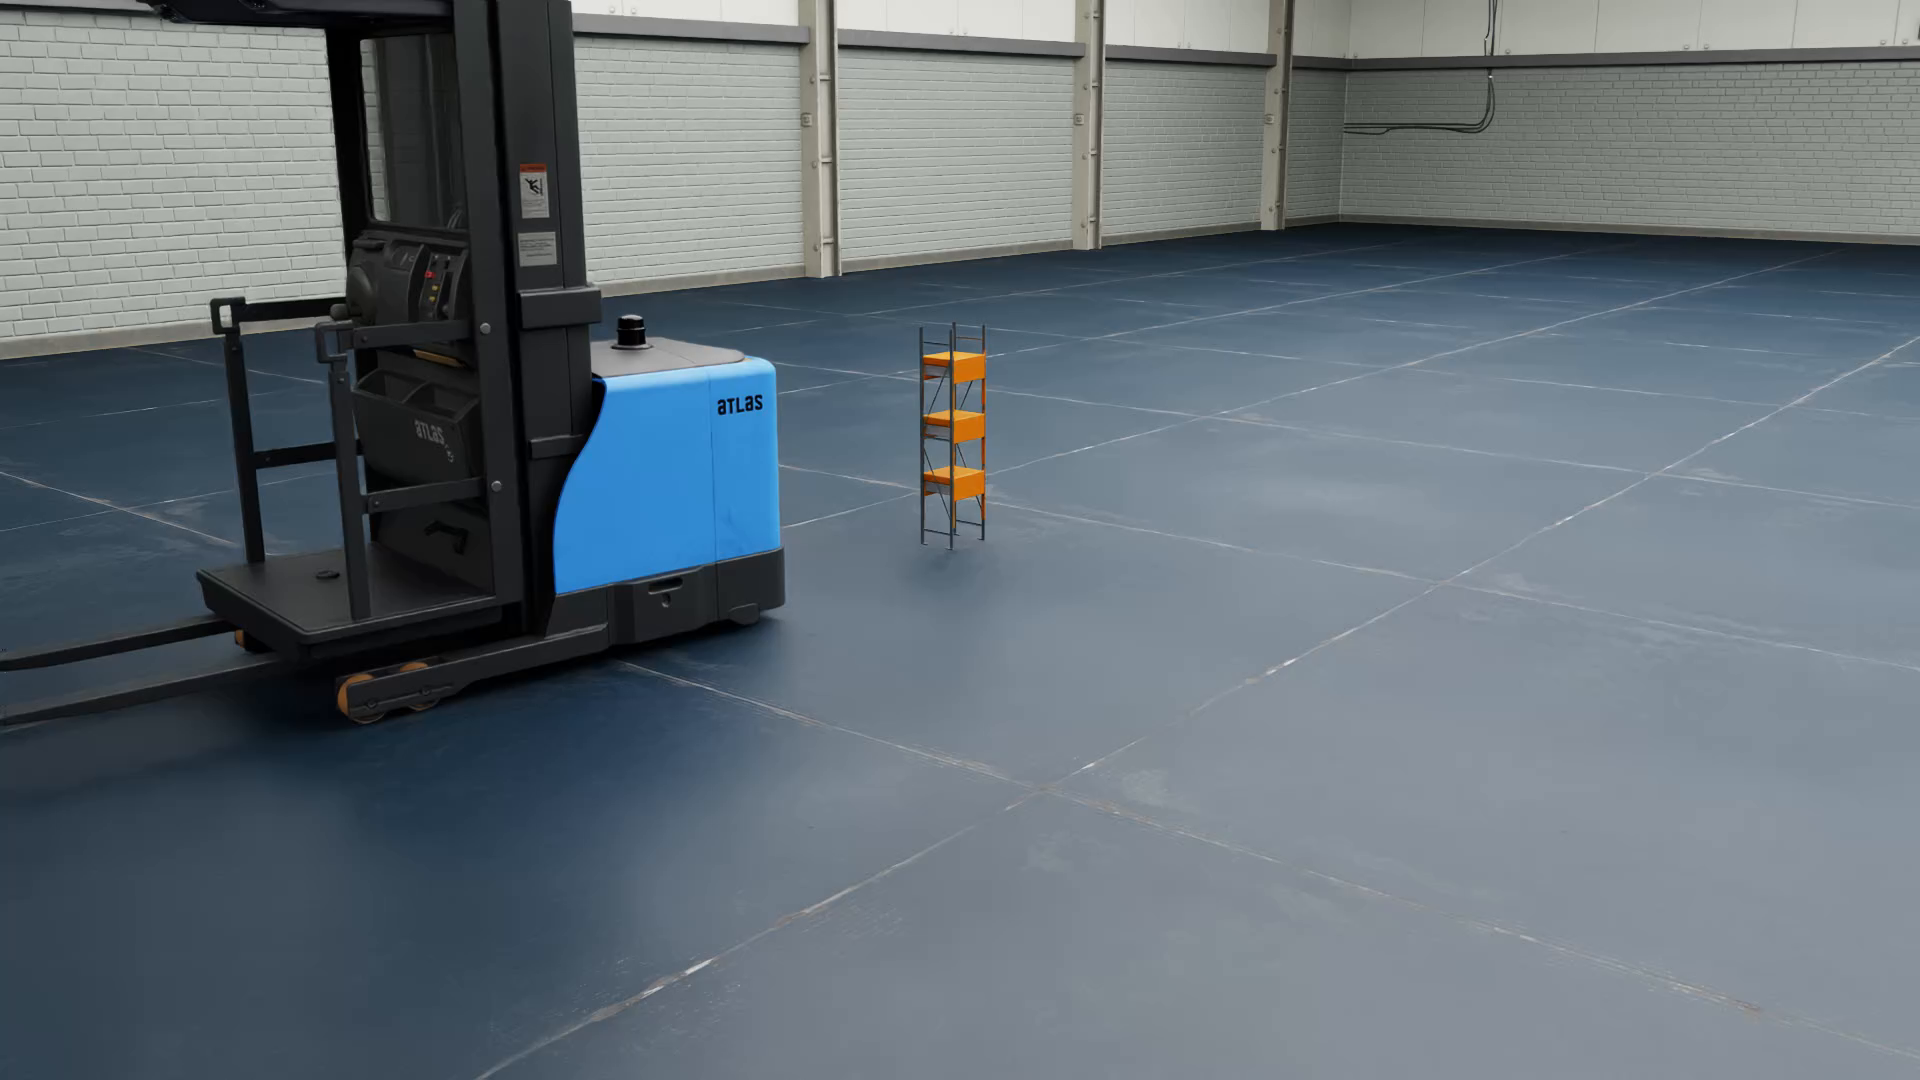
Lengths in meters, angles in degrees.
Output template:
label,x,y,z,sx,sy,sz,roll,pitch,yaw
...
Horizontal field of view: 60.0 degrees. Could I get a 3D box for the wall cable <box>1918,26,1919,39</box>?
label,x,y,z,sx,sy,sz,roll,pitch,yaw
wall cable,16.012,-10.632,24.790,2.305,6.003,0.169,11,18,38

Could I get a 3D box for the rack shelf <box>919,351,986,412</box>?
label,x,y,z,sx,sy,sz,roll,pitch,yaw
rack shelf,-0.034,-0.763,7.886,0.215,0.259,0.240,11,18,38

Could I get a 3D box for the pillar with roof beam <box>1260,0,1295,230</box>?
label,x,y,z,sx,sy,sz,roll,pitch,yaw
pillar with roof beam,9.106,-9.430,26.966,9.100,9.000,0.400,11,18,38

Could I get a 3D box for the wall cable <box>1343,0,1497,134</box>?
label,x,y,z,sx,sy,sz,roll,pitch,yaw
wall cable,8.638,-8.951,31.386,3.097,2.526,0.112,11,18,38

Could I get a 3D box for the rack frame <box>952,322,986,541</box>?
label,x,y,z,sx,sy,sz,roll,pitch,yaw
rack frame,0.043,-0.522,8.045,0.200,1.050,0.008,11,18,38

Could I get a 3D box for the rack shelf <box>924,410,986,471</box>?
label,x,y,z,sx,sy,sz,roll,pitch,yaw
rack shelf,-0.034,-0.488,7.956,0.215,0.259,0.240,11,18,38

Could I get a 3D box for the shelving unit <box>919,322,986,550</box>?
label,x,y,z,sx,sy,sz,roll,pitch,yaw
shelving unit,-0.034,-0.499,7.953,0.215,1.050,0.252,11,18,38

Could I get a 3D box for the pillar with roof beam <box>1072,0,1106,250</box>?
label,x,y,z,sx,sy,sz,roll,pitch,yaw
pillar with roof beam,5.335,-8.281,22.443,9.100,9.000,0.400,11,18,38

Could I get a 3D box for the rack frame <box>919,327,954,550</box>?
label,x,y,z,sx,sy,sz,roll,pitch,yaw
rack frame,-0.110,-0.475,7.861,0.200,1.050,0.008,11,18,38

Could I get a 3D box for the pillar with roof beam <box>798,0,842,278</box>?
label,x,y,z,sx,sy,sz,roll,pitch,yaw
pillar with roof beam,1.564,-7.132,17.920,9.100,9.000,0.400,11,18,38

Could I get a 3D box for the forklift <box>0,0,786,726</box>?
label,x,y,z,sx,sy,sz,roll,pitch,yaw
forklift,-2.152,-0.940,5.870,3.031,2.935,1.130,-12,19,-40

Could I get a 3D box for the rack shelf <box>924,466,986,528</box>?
label,x,y,z,sx,sy,sz,roll,pitch,yaw
rack shelf,-0.034,-0.219,8.024,0.215,0.259,0.240,11,18,38

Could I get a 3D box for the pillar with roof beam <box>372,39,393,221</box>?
label,x,y,z,sx,sy,sz,roll,pitch,yaw
pillar with roof beam,-2.207,-5.983,13.397,9.100,9.000,0.400,11,18,38
